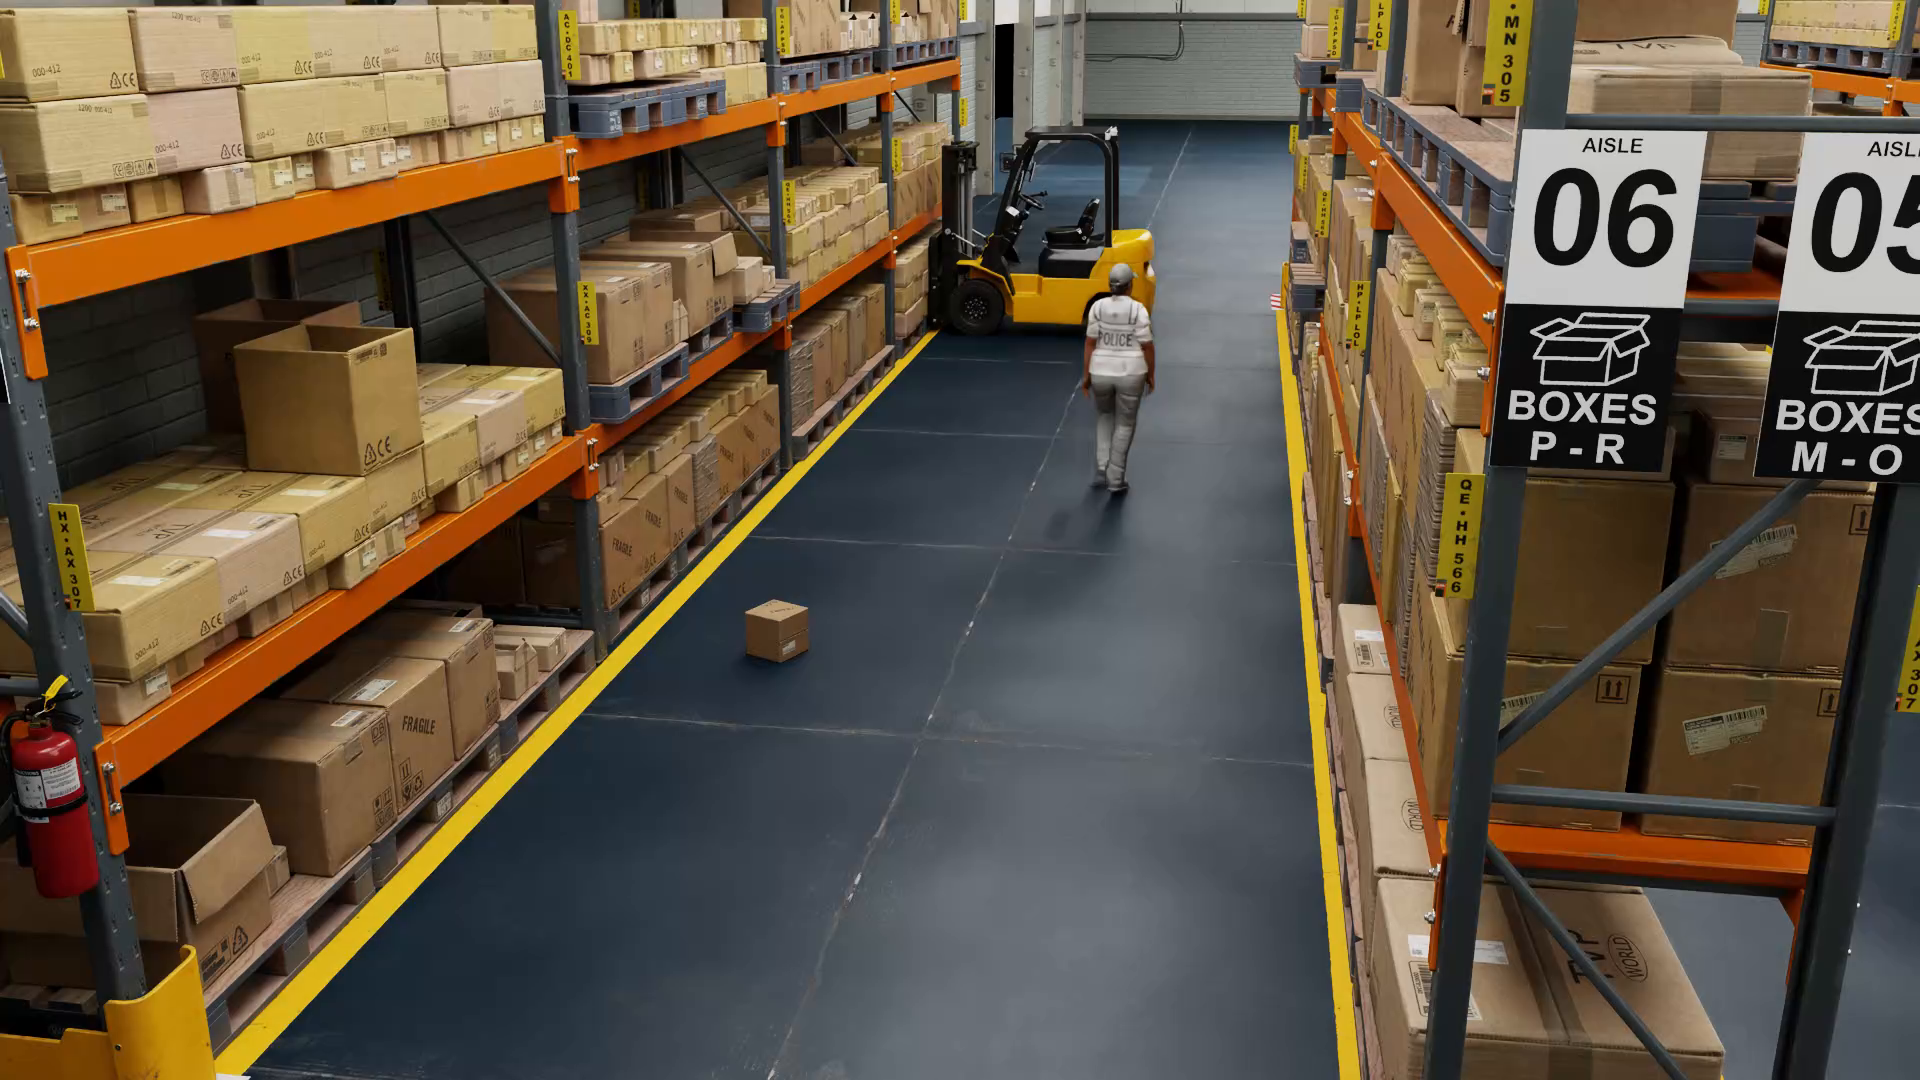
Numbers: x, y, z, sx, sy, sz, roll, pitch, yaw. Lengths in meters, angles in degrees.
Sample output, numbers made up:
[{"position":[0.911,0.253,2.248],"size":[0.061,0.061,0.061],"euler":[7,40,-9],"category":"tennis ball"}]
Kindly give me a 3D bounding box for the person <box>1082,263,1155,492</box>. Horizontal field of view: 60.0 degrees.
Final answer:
[{"position":[1.173,-1.160,12.146],"size":[0.512,1.726,0.491],"euler":[8,20,24],"category":"person"}]
